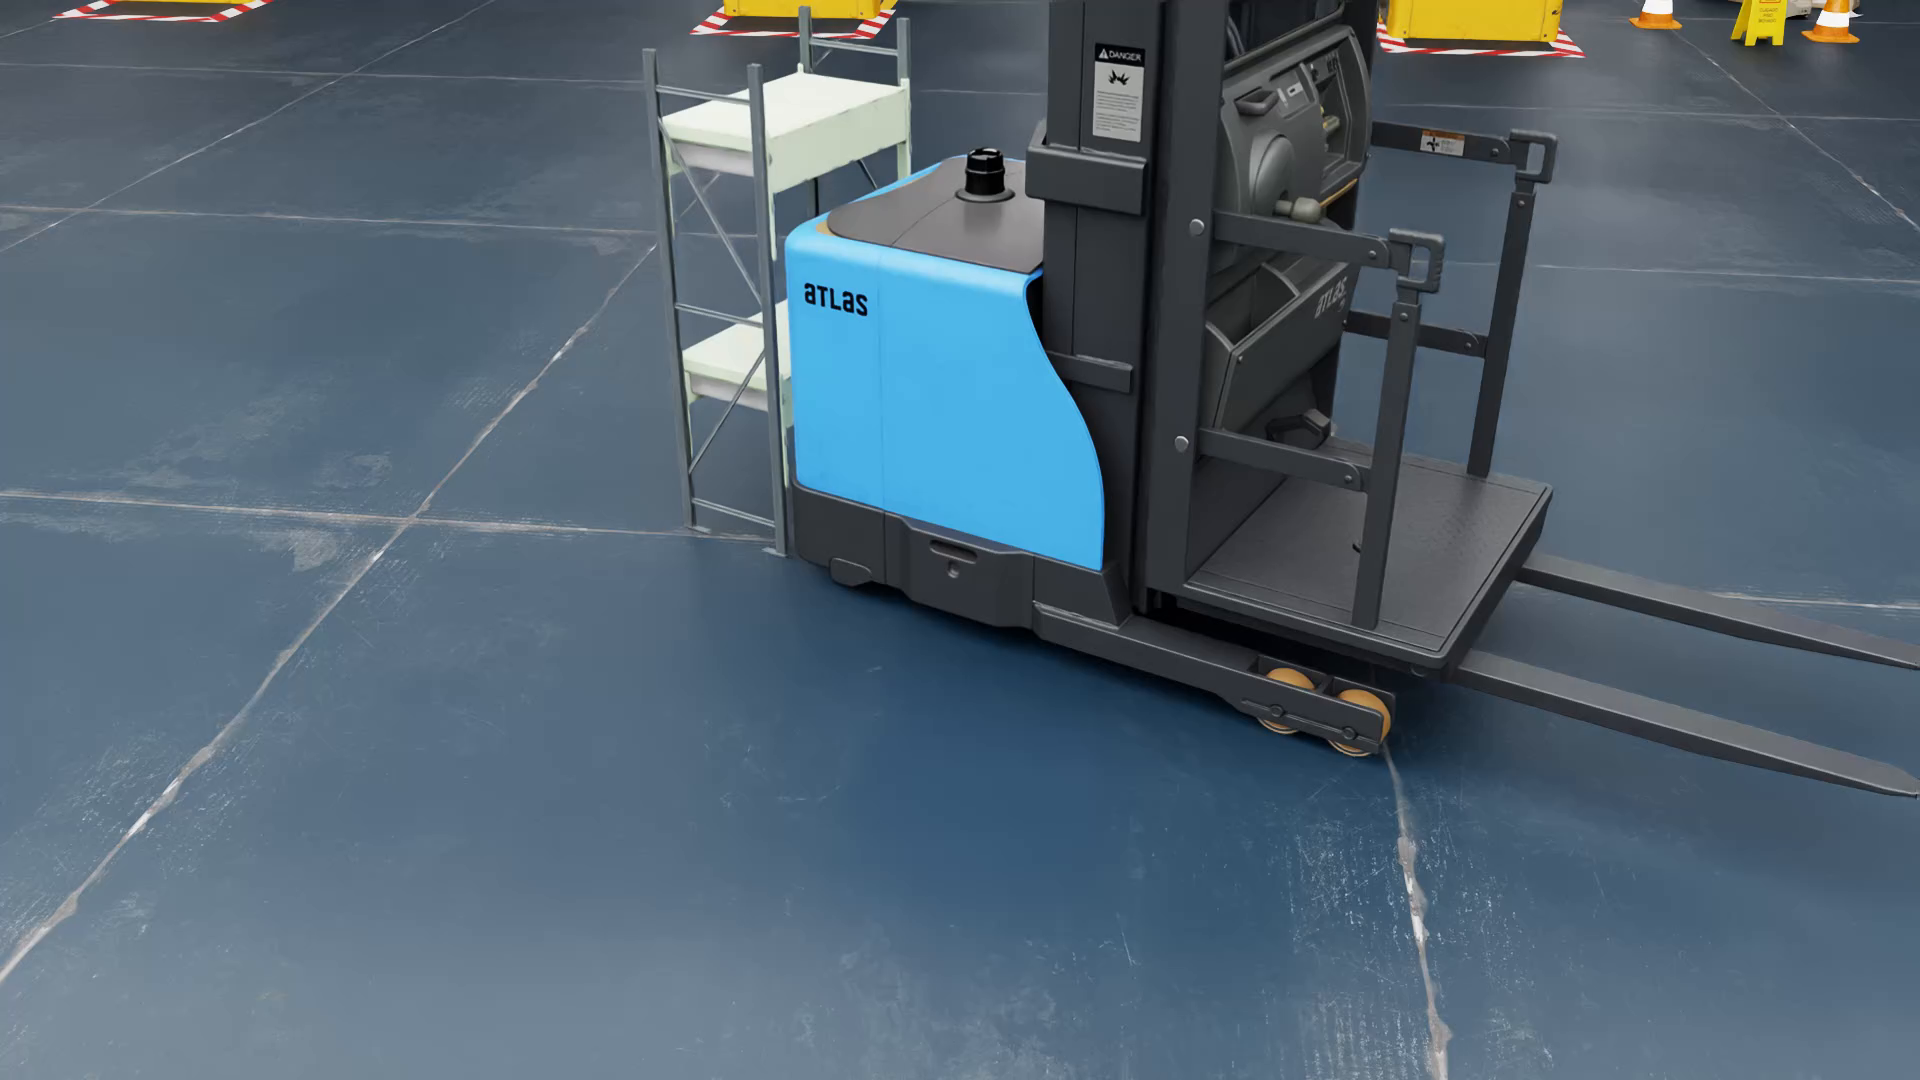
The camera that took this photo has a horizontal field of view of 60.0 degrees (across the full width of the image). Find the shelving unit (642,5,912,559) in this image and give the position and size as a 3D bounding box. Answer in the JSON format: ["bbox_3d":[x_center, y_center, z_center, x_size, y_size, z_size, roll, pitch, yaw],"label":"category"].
[{"bbox_3d":[-0.516,-0.804,5.160,0.431,1.500,0.755,16,32,27],"label":"shelving unit"}]

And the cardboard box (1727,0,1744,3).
[{"bbox_3d":[6.323,-4.621,13.297,0.797,0.503,0.637,-17,33,-29],"label":"cardboard box"}]

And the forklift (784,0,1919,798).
[{"bbox_3d":[1.026,-1.029,4.069,3.031,2.935,1.130,16,32,27],"label":"forklift"}]

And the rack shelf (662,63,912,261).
[{"bbox_3d":[-0.516,-1.147,4.975,0.431,0.370,0.720,16,32,27],"label":"rack shelf"}]

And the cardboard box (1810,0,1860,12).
[{"bbox_3d":[6.776,-4.225,12.936,0.380,0.149,0.250,20,34,32],"label":"cardboard box"}]

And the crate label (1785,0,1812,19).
[{"bbox_3d":[6.284,-4.041,12.607,0.250,0.136,0.298,-11,30,-20],"label":"crate label"}]

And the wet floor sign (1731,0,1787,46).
[{"bbox_3d":[5.657,-3.821,11.662,0.267,0.644,0.232,-1,28,-3],"label":"wet floor sign"}]

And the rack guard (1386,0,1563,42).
[{"bbox_3d":[3.692,-3.874,11.915,1.175,0.500,0.348,3,28,6],"label":"rack guard"}]

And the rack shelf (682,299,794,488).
[{"bbox_3d":[-0.516,-0.516,5.315,0.431,0.370,0.720,16,32,27],"label":"rack shelf"}]

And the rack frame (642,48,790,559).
[{"bbox_3d":[-0.705,-0.655,4.884,0.400,1.500,0.023,16,32,27],"label":"rack frame"}]

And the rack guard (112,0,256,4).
[{"bbox_3d":[-6.168,-4.548,13.165,1.175,0.500,0.348,3,28,6],"label":"rack guard"}]

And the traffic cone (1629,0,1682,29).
[{"bbox_3d":[5.169,-4.037,12.255,0.336,0.463,0.334,3,28,6],"label":"traffic cone"}]

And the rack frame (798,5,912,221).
[{"bbox_3d":[-0.327,-0.952,5.436,0.400,1.500,0.023,16,32,27],"label":"rack frame"}]

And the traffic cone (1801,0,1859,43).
[{"bbox_3d":[6.249,-3.811,11.836,0.336,0.463,0.334,3,28,6],"label":"traffic cone"}]

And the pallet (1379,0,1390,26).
[{"bbox_3d":[3.715,-4.139,12.711,1.003,0.211,1.213,3,28,6],"label":"pallet"}]

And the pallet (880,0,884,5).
[{"bbox_3d":[-1.071,-4.511,13.400,1.003,0.211,1.213,3,28,6],"label":"pallet"}]

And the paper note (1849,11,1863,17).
[{"bbox_3d":[6.760,-4.000,12.642,0.148,0.019,0.142,-6,29,-11],"label":"paper note"}]

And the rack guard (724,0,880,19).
[{"bbox_3d":[-1.206,-4.257,12.625,1.175,0.500,0.348,3,28,6],"label":"rack guard"}]
